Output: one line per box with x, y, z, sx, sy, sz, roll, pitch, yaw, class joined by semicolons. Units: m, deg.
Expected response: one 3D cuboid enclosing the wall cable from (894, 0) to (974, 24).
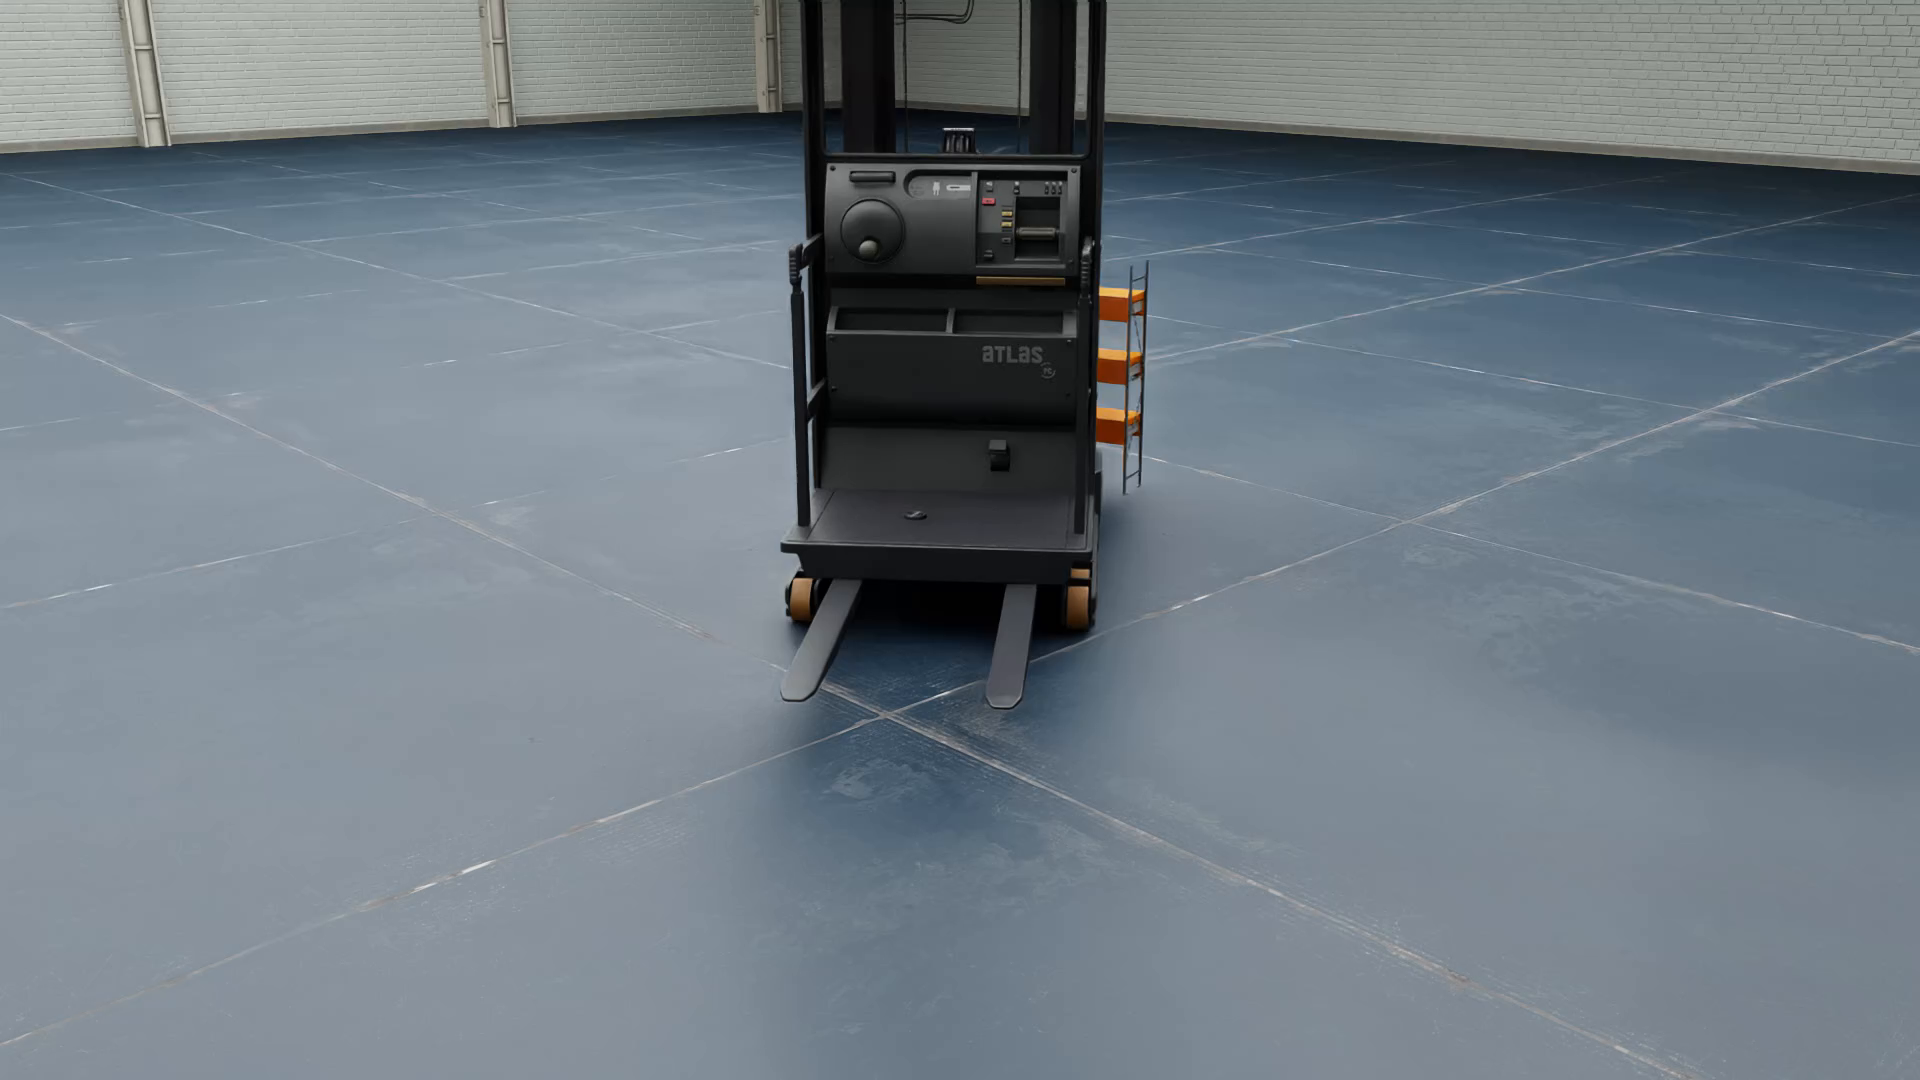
-0.815;-11.838;33.940;0.112;2.526;3.097;-16;24;-41;wall cable

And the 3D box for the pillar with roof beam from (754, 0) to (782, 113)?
-0.907;-12.022;29.474;0.400;9.000;9.100;-16;24;-41;pillar with roof beam

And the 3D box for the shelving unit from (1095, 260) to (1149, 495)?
0.689;-0.748;7.591;0.252;1.050;0.215;9;20;27;shelving unit

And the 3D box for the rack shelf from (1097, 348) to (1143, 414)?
0.689;-0.738;7.594;0.240;0.259;0.215;9;20;27;rack shelf

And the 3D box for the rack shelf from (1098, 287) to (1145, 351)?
0.689;-1.008;7.506;0.240;0.259;0.215;9;20;27;rack shelf

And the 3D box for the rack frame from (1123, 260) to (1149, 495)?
0.796;-0.730;7.535;0.008;1.050;0.200;9;20;27;rack frame

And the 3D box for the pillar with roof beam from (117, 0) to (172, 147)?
-9.626;-9.480;21.632;0.400;9.000;9.100;-16;24;-41;pillar with roof beam

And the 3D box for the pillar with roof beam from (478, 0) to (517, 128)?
-5.266;-10.751;25.553;0.400;9.000;9.100;-16;24;-41;pillar with roof beam

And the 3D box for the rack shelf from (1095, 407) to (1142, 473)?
0.689;-0.474;7.680;0.240;0.259;0.215;9;20;27;rack shelf

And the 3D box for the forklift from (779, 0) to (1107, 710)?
-0.046;-1.175;5.855;1.130;2.935;3.031;2;18;5;forklift
